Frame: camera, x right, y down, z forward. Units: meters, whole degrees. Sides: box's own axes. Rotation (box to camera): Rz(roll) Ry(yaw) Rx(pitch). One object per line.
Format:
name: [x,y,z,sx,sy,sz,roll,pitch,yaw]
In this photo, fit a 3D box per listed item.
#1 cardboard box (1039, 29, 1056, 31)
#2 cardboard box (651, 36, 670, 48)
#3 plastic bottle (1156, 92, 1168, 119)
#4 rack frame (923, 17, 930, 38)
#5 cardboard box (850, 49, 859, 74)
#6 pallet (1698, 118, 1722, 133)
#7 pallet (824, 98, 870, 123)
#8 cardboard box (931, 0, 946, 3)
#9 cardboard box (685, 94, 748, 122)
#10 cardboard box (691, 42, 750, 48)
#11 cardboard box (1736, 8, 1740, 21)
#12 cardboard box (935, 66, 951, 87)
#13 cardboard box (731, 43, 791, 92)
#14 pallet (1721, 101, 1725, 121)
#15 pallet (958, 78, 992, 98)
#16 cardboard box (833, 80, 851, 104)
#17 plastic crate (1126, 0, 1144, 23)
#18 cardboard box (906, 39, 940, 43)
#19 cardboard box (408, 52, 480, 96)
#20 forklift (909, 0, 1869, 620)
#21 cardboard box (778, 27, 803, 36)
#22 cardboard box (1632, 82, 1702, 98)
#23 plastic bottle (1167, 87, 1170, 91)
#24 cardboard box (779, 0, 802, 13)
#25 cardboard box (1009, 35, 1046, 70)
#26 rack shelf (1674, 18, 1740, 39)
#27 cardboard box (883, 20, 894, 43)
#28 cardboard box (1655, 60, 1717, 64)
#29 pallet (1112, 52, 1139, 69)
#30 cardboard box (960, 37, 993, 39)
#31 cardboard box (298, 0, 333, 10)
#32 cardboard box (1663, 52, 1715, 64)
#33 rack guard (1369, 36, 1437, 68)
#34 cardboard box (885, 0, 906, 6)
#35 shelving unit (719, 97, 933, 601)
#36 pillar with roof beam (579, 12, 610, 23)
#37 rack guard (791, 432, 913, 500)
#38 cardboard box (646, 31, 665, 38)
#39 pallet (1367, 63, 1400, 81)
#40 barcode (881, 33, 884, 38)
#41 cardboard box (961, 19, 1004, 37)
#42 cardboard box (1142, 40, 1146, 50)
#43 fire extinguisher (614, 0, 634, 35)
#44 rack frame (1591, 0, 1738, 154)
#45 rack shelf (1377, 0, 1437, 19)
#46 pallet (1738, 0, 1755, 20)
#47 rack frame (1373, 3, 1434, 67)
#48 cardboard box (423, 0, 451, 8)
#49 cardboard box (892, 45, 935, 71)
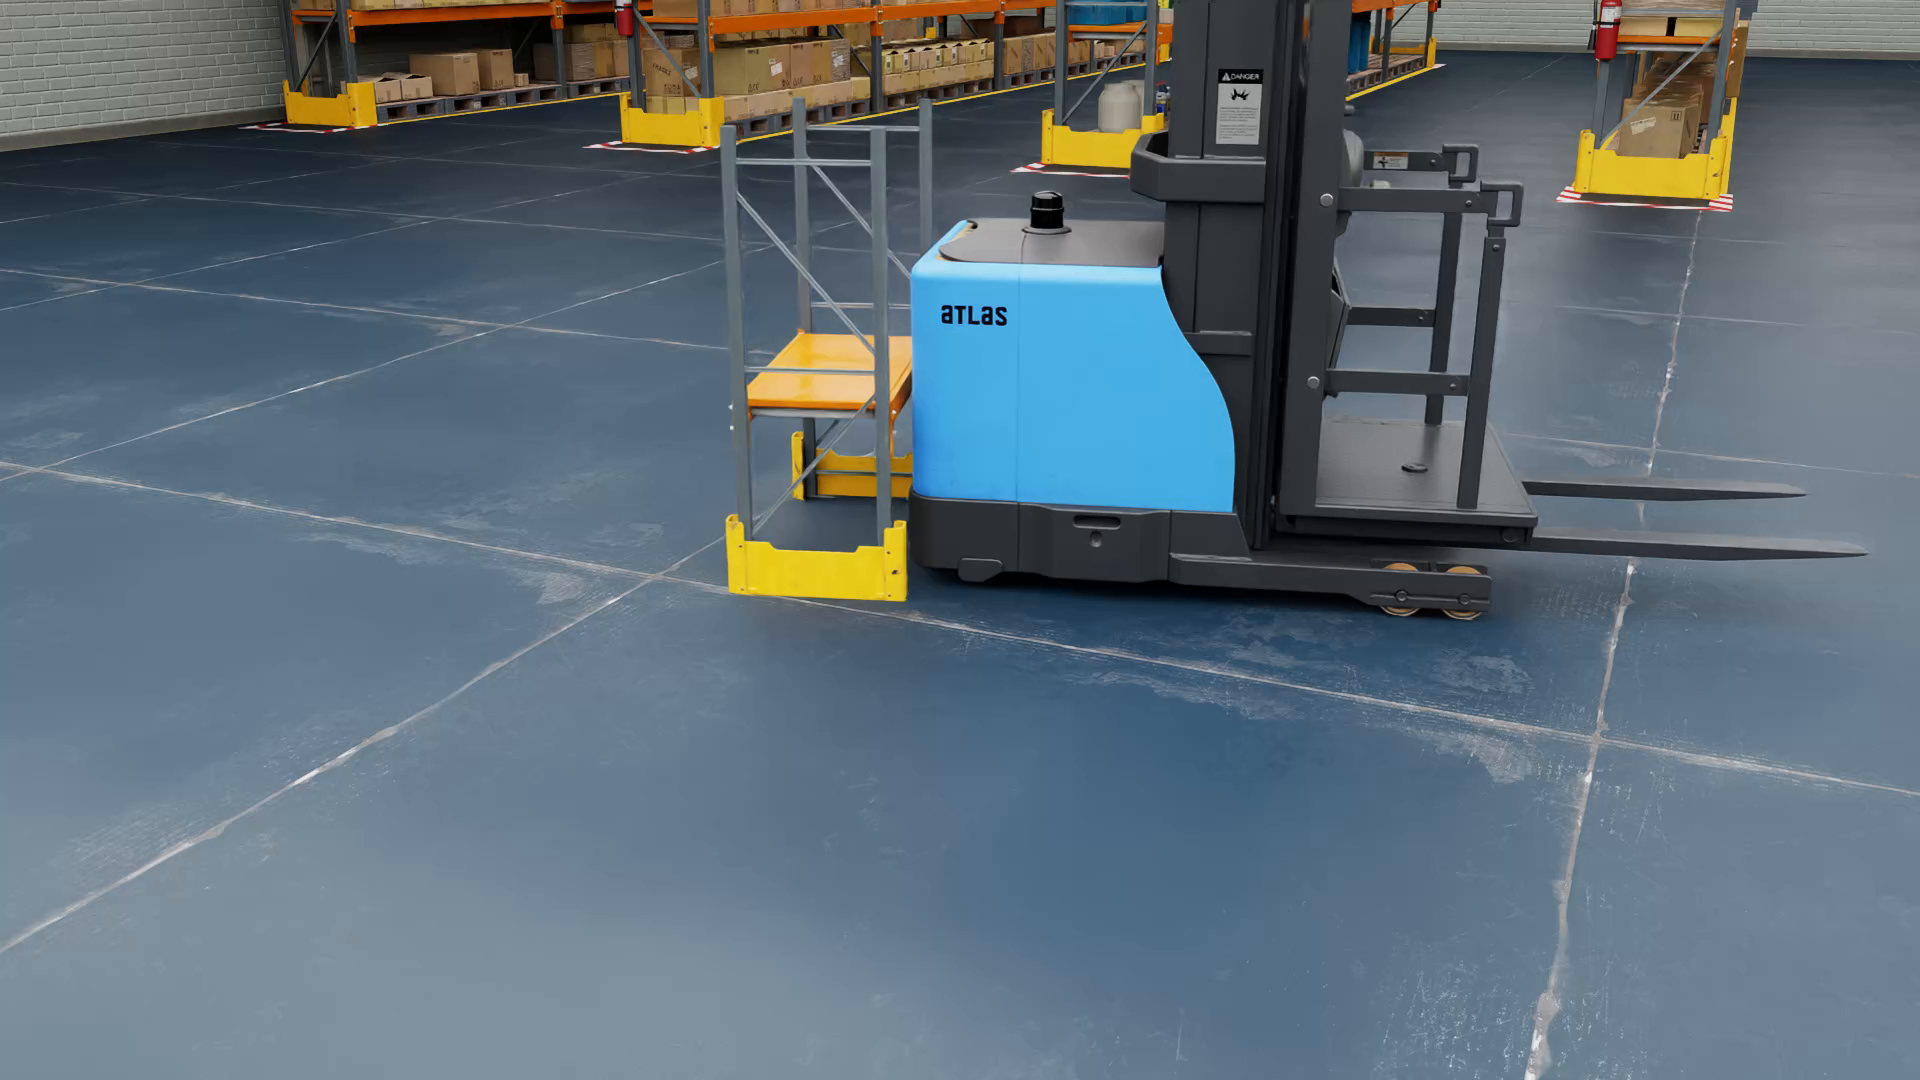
cardboard box: [1.376,-8.342,28.023,0.500,0.500,0.500,8,21,20]
cardboard box: [-4.926,-7.543,25.777,0.700,0.500,0.500,9,21,23]
plastic bottle: [2.223,-4.834,18.494,0.152,0.276,0.135,9,21,23]
rack frame: [-1.086,-11.328,33.346,1.000,3.000,0.127,9,21,23]
cardboard box: [-1.575,-6.311,21.878,0.500,0.311,0.500,9,21,23]
pallet: [7.874,-4.545,18.434,1.003,0.211,1.213,9,21,23]
pallet: [-1.843,-5.430,20.922,1.003,0.211,1.213,9,21,23]
cardboard box: [-0.514,-7.736,23.096,0.500,0.500,0.500,7,21,20]
cardboard box: [-2.695,-4.794,18.450,0.500,0.250,0.500,9,21,23]
cardboard box: [-2.773,-5.527,19.390,0.500,0.500,0.500,9,21,23]
cardboard box: [7.468,-5.161,16.380,0.380,0.149,0.250,9,21,23]
cardboard box: [-0.459,-6.443,23.086,0.500,0.250,0.500,9,21,24]
cardboard box: [-2.299,-5.455,19.189,0.500,0.500,0.500,9,21,23]
pallet: [8.874,-5.291,20.532,1.003,0.211,1.213,9,21,23]
pallet: [-0.214,-6.644,24.336,1.003,0.211,1.213,9,21,23]
cardboard box: [-1.684,-5.560,20.604,0.500,0.250,0.500,9,21,23]
plastic crate: [1.603,-5.399,16.897,0.499,0.251,0.408,9,21,23]
cardboard box: [-0.531,-7.089,24.066,0.500,0.311,0.500,8,21,21]
cardboard box: [-6.693,-6.057,21.599,0.700,0.500,0.500,7,21,19]
forklift: [1.394,-1.320,5.305,3.031,2.935,1.130,3,20,9]
cardboard box: [-3.233,-8.802,28.823,0.750,0.750,0.750,9,22,24]
cardboard box: [7.129,-4.348,16.822,0.500,0.500,0.500,17,26,40]
plastic bottle: [2.400,-5.085,19.198,0.152,0.276,0.135,9,22,25]
cardboard box: [-2.283,-6.420,19.396,0.700,0.500,0.500,9,22,24]
cardboard box: [1.025,-7.647,26.068,0.500,0.500,0.500,8,21,22]
rack shelf: [8.376,-5.893,19.137,1.077,0.370,4.000,9,21,23]
cardboard box: [-1.692,-9.814,32.191,0.700,0.500,0.500,8,21,21]
cardboard box: [8.723,-5.494,20.015,0.700,0.500,0.500,7,21,18]
pallet: [2.577,-8.697,30.109,1.003,0.211,1.213,9,21,23]
cardboard box: [0.328,-7.552,25.801,0.500,0.500,0.500,9,22,25]
cardboard box: [-7.624,-6.545,20.091,0.500,0.250,0.500,9,21,23]
cardboard box: [8.740,-5.854,19.908,0.500,0.250,0.500,11,22,29]
rack guard: [7.950,-8.800,29.968,1.175,0.500,0.348,9,21,23]
cardboard box: [-0.930,-7.106,21.848,0.380,0.149,0.250,9,21,23]
shelving unit: [-0.408,-0.698,5.692,0.587,1.500,1.083,2,20,6]
pillar with roof beam: [-1.756,-10.840,23.019,9.100,9.000,0.400,9,21,23]
rack guard: [-0.349,-0.275,6.368,0.587,0.250,0.087,2,20,6]
cardboard box: [-4.900,-7.873,25.584,0.500,0.250,0.500,9,21,24]
pallet: [6.580,-7.662,27.199,1.003,0.211,1.213,9,21,23]
barcode: [-0.995,-6.484,21.366,0.001,0.075,0.075,9,21,23]
cardboard box: [0.347,-7.923,25.725,0.500,0.250,0.500,9,22,25]
cardboard box: [3.437,-9.479,31.220,0.500,0.500,0.500,9,21,23]
fire extinguisher: [-3.589,-5.750,17.775,0.296,0.674,0.183,9,21,23]
rack frame: [5.919,-4.398,13.859,1.000,3.000,0.127,9,21,23]
rack shelf: [7.133,-9.018,27.925,1.077,0.370,4.000,9,21,23]
pallet: [8.003,-5.744,17.930,1.003,0.211,1.213,9,21,23]
rack frame: [7.952,-9.969,29.523,1.000,3.000,0.127,9,21,23]
cardboard box: [-6.735,-6.797,20.799,0.500,0.250,0.500,8,21,22]
cardboard box: [-0.662,-6.551,22.552,0.500,0.311,0.500,8,21,21]
